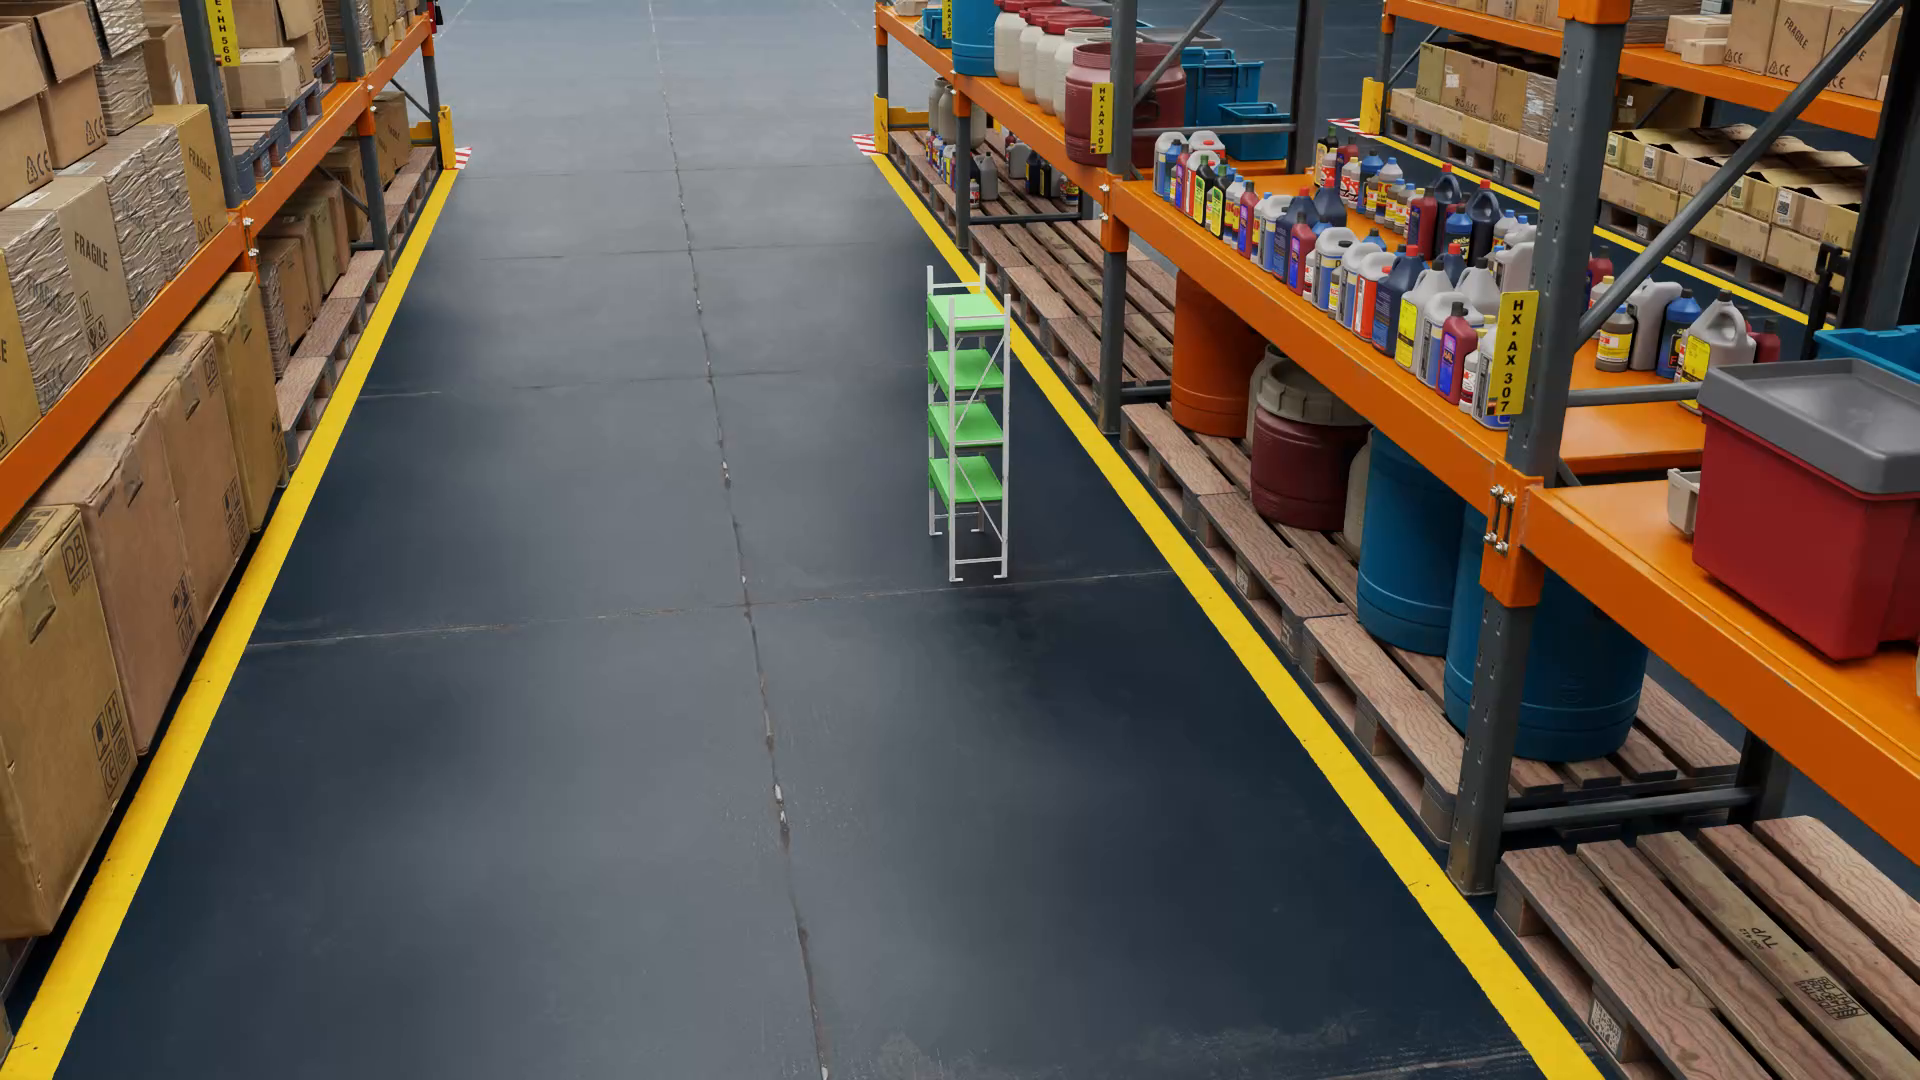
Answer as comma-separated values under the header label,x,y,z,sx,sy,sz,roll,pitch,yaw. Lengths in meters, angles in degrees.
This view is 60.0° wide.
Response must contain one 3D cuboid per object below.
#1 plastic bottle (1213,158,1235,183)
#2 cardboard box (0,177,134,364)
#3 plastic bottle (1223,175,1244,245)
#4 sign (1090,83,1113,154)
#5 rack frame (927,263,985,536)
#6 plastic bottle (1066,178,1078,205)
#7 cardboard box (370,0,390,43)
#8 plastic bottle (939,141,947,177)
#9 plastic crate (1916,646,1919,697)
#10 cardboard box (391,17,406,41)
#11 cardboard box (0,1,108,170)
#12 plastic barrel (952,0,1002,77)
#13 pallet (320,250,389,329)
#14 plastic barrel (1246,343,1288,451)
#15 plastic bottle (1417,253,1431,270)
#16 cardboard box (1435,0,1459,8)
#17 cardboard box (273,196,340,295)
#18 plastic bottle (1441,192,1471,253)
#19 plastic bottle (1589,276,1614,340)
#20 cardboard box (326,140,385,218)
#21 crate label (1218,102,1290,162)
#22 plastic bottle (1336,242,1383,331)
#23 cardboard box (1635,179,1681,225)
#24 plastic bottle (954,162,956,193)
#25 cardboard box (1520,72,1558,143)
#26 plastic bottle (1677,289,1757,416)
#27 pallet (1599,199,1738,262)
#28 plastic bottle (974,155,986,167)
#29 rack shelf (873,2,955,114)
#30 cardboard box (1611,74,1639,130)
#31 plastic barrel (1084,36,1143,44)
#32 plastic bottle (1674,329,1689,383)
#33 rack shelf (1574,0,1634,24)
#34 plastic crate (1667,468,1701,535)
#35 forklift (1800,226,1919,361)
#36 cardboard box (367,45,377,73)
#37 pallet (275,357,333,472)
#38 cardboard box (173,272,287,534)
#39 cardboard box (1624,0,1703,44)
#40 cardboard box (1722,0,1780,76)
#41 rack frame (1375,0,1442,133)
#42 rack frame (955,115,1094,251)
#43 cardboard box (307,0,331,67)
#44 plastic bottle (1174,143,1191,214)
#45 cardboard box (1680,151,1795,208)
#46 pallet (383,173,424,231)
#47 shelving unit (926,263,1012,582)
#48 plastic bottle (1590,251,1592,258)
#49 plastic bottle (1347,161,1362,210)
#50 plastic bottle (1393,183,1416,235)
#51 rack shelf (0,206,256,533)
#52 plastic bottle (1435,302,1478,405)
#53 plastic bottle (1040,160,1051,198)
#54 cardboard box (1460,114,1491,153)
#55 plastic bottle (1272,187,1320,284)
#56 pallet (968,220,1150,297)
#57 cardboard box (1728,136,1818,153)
label,x,y,z,sx,sy,sz,roll,pitch,yaw
plastic bottle,1.112,-1.483,7.058,0.097,0.271,0.097,0,24,0
cardboard box,-3.044,-0.864,5.355,0.500,0.500,0.500,-4,24,-9
plastic bottle,1.120,-1.335,6.719,0.097,0.271,0.097,0,24,0
sign,0.670,-1.992,7.860,0.100,0.325,0.005,-4,24,-10
rack frame,-0.015,-0.581,7.081,0.240,1.200,0.015,-4,24,-10
plastic bottle,0.842,-2.643,12.414,0.097,0.271,0.097,0,24,0
cardboard box,-4.478,-3.731,11.548,0.875,0.500,0.500,-4,24,-10
plastic bottle,-0.121,-3.069,13.388,0.097,0.271,0.097,0,24,0
plastic crate,2.051,0.254,2.995,0.437,0.282,0.530,-4,24,-10
cardboard box,-4.501,-3.947,12.853,0.380,0.149,0.250,-4,24,-10
cardboard box,-3.421,-1.555,5.683,0.797,0.503,0.637,-4,24,-9
plastic barrel,0.244,-3.590,11.095,0.600,0.901,0.708,-4,24,-10
pallet,-4.252,-1.584,10.612,1.003,0.211,1.213,-4,24,-10
plastic barrel,1.509,-0.607,7.475,0.421,0.512,0.421,0,24,0
plastic bottle,1.517,-0.818,5.537,0.097,0.271,0.097,0,24,0
cardboard box,4.775,-5.128,15.118,0.700,0.500,0.500,-4,24,-8
cardboard box,-4.235,-1.792,10.178,0.700,0.500,0.500,-4,24,-10
plastic bottle,1.914,-1.201,6.397,0.061,0.283,0.133,-4,24,-10
plastic bottle,2.140,-0.775,5.525,0.097,0.201,0.097,0,24,0
cardboard box,-4.545,-2.600,12.053,0.500,0.500,0.500,3,24,7
crate label,1.500,-2.078,8.468,0.303,0.233,0.416,-4,24,-10
plastic bottle,1.373,-0.857,5.619,0.152,0.276,0.135,-4,24,-10
cardboard box,5.263,-2.454,12.031,0.500,0.250,0.500,-4,24,-8
plastic bottle,0.032,-2.829,12.740,0.144,0.351,0.185,-6,24,-12
cardboard box,4.957,-3.539,13.579,0.500,0.500,0.500,-4,24,-10
plastic bottle,2.195,-0.543,4.808,0.144,0.351,0.185,-4,24,-10
pallet,5.513,-2.335,12.332,1.003,0.211,1.213,-4,24,-10
plastic bottle,0.173,-2.816,12.803,0.152,0.276,0.135,-4,24,-10
rack shelf,0.100,-3.991,13.540,1.077,0.370,4.000,-4,24,-10
cardboard box,5.460,-3.577,13.666,0.500,0.500,0.500,-4,24,-10
plastic barrel,0.810,-2.401,8.860,0.421,0.512,0.421,0,24,0
plastic bottle,2.237,-0.569,5.053,0.097,0.201,0.097,0,24,0
rack shelf,2.319,-0.646,2.132,1.077,0.370,4.000,-4,24,-10
plastic crate,1.895,-0.101,3.987,0.396,0.136,0.243,-4,24,-10
forklift,3.911,-1.152,6.225,1.130,2.935,3.031,-1,24,-3
cardboard box,-4.175,-3.259,11.277,0.380,0.149,0.250,-4,24,-10
pallet,-3.801,-0.624,8.415,1.003,0.211,1.213,-4,24,-10
cardboard box,-3.551,-0.540,6.869,1.225,0.875,0.875,-5,24,-12
cardboard box,5.250,-4.119,12.809,0.700,0.500,0.500,-5,24,-11
cardboard box,5.562,-3.435,11.241,0.500,0.500,0.500,-3,24,-6
rack frame,4.599,-5.473,16.033,1.000,3.000,0.127,-4,24,-10
rack frame,0.470,-3.534,11.594,1.000,3.000,0.127,-4,24,-10
cardboard box,-4.388,-3.312,9.812,1.000,1.000,1.000,-4,24,-9
plastic bottle,0.988,-1.581,7.267,0.061,0.283,0.133,-4,24,-10
cardboard box,5.355,-2.507,11.452,0.500,0.311,0.500,-5,24,-11
pallet,-4.785,-2.632,13.013,1.003,0.211,1.213,-4,24,-10
shelving unit,0.031,-0.485,6.861,0.258,1.200,0.503,-4,24,-10
plastic bottle,2.067,-0.905,5.730,0.152,0.276,0.135,-4,24,-10
plastic bottle,1.768,-1.566,7.337,0.097,0.201,0.097,0,24,0
plastic bottle,1.858,-1.375,6.899,0.097,0.201,0.097,0,24,0
rack shelf,-3.288,-0.478,5.495,1.077,0.370,4.000,-4,24,-10
plastic bottle,1.471,-0.553,4.914,0.061,0.283,0.133,-4,24,-10
plastic bottle,0.651,-2.766,12.679,0.061,0.283,0.133,-4,24,-10
cardboard box,4.755,-3.588,14.627,0.500,0.250,0.500,-4,24,-10
plastic bottle,1.254,-1.136,6.164,0.144,0.351,0.185,-4,24,-10
pallet,0.653,-1.950,11.452,1.003,0.211,1.213,-4,24,-10
cardboard box,5.798,-2.746,12.001,0.500,0.311,0.500,-4,24,-8
